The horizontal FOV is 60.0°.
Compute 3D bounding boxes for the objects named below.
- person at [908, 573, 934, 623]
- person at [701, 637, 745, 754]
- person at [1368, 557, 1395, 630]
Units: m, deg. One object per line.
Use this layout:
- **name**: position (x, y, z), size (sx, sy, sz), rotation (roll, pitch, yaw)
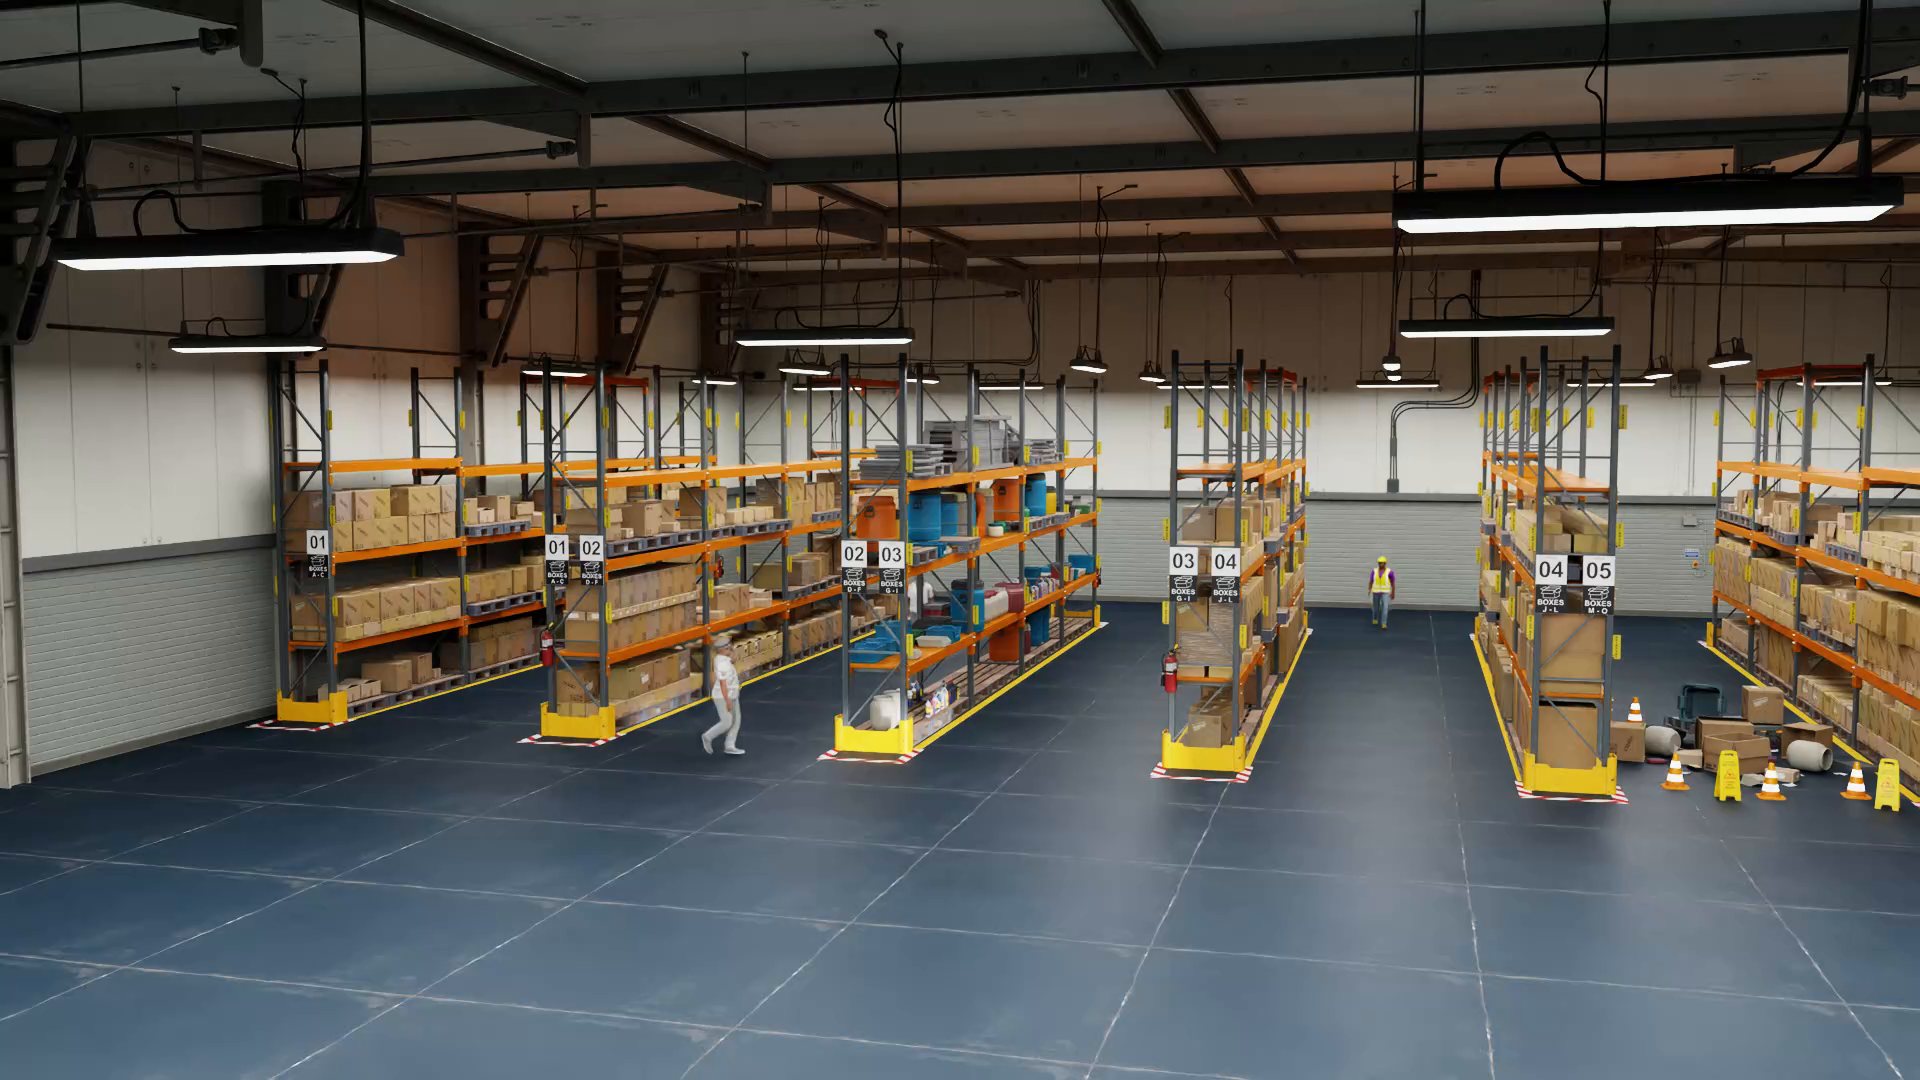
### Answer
- **person**: position (-0.881, 1.421, 34.854), size (0.575, 1.611, 0.995), rotation (1, 4, 13)
- **person**: position (-3.541, 2.325, 24.740), size (0.609, 1.751, 0.545), rotation (1, 4, 20)
- **person**: position (10.132, 1.269, 39.989), size (0.652, 1.732, 0.989), rotation (1, 4, 9)
